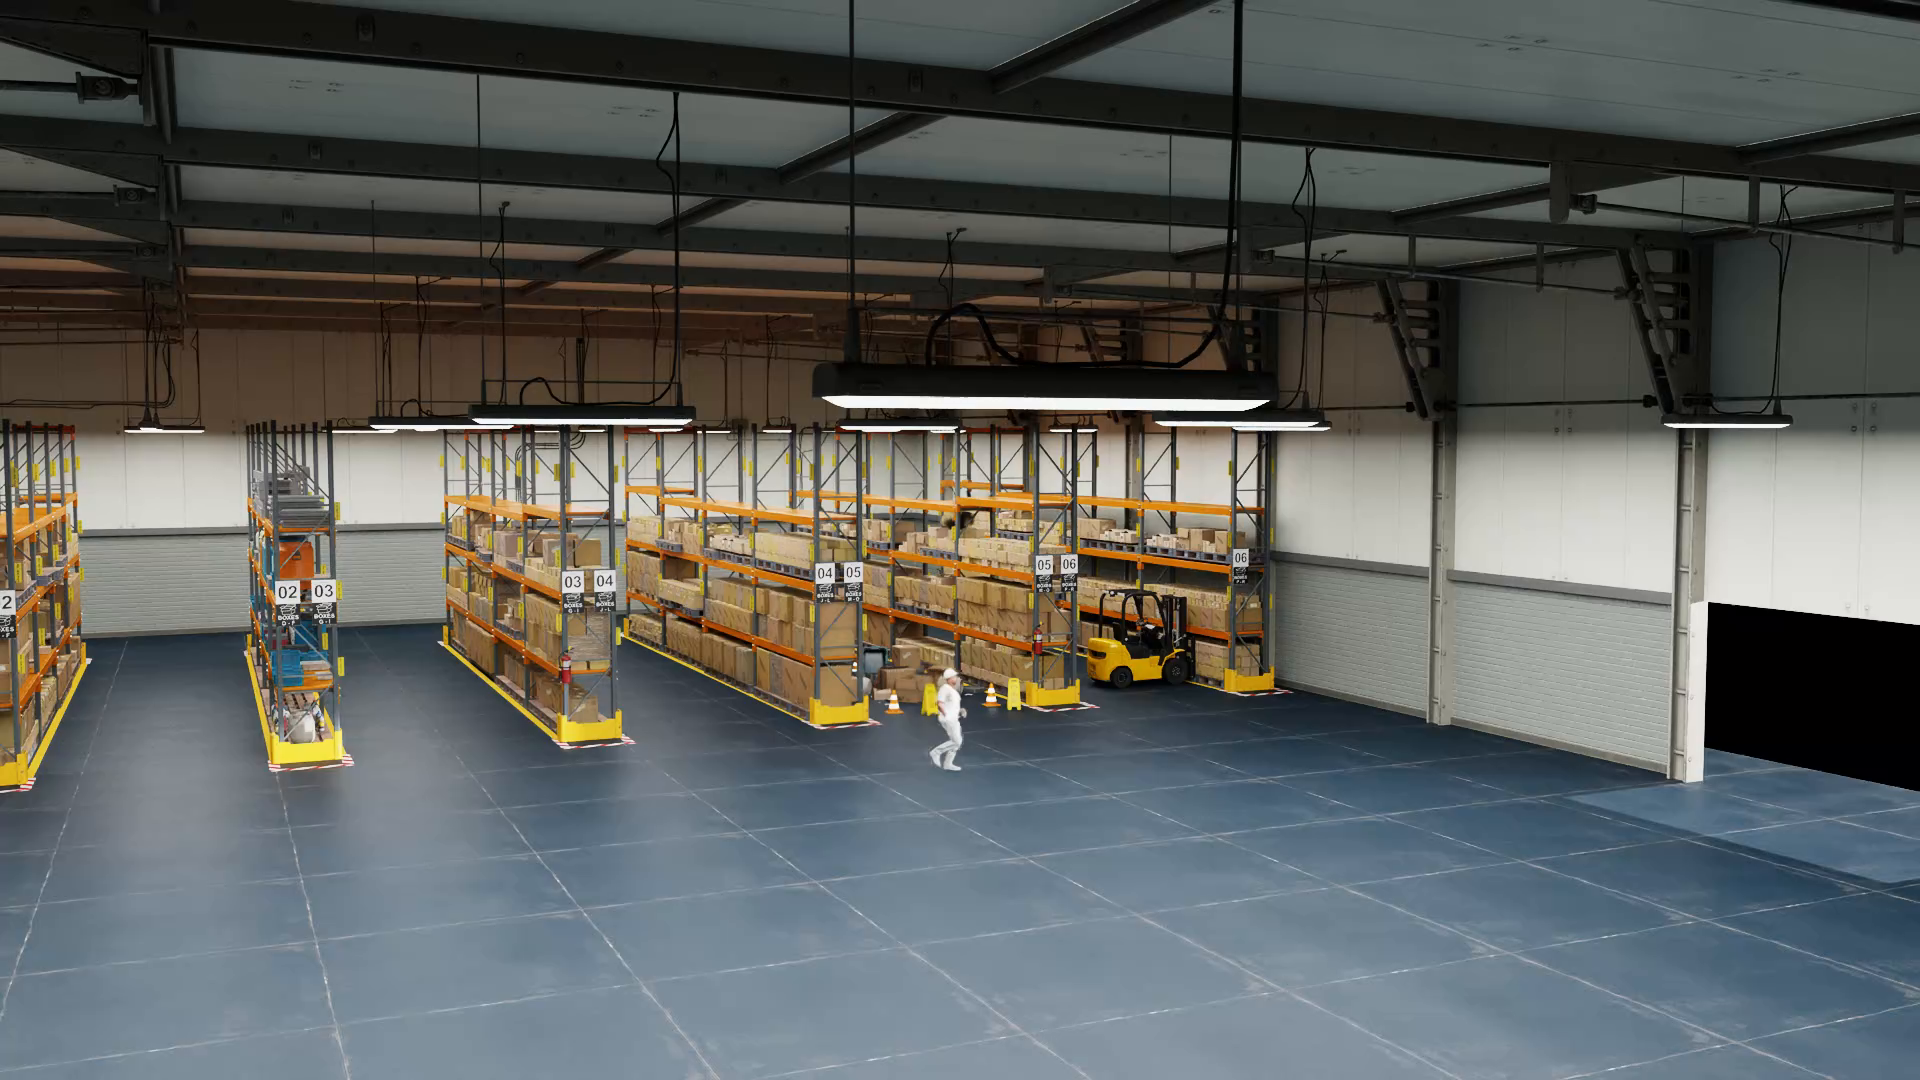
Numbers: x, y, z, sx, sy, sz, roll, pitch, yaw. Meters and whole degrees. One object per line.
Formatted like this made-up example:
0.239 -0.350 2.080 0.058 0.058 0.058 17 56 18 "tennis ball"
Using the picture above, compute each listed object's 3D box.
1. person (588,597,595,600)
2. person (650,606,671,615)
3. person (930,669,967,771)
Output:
-9.769 2.013 45.003 0.679 1.757 0.863 -1 4 -15 "person"
-8.935 1.755 49.125 1.011 1.752 0.762 1 4 23 "person"
-0.205 3.072 28.495 0.591 1.749 0.699 1 4 11 "person"
